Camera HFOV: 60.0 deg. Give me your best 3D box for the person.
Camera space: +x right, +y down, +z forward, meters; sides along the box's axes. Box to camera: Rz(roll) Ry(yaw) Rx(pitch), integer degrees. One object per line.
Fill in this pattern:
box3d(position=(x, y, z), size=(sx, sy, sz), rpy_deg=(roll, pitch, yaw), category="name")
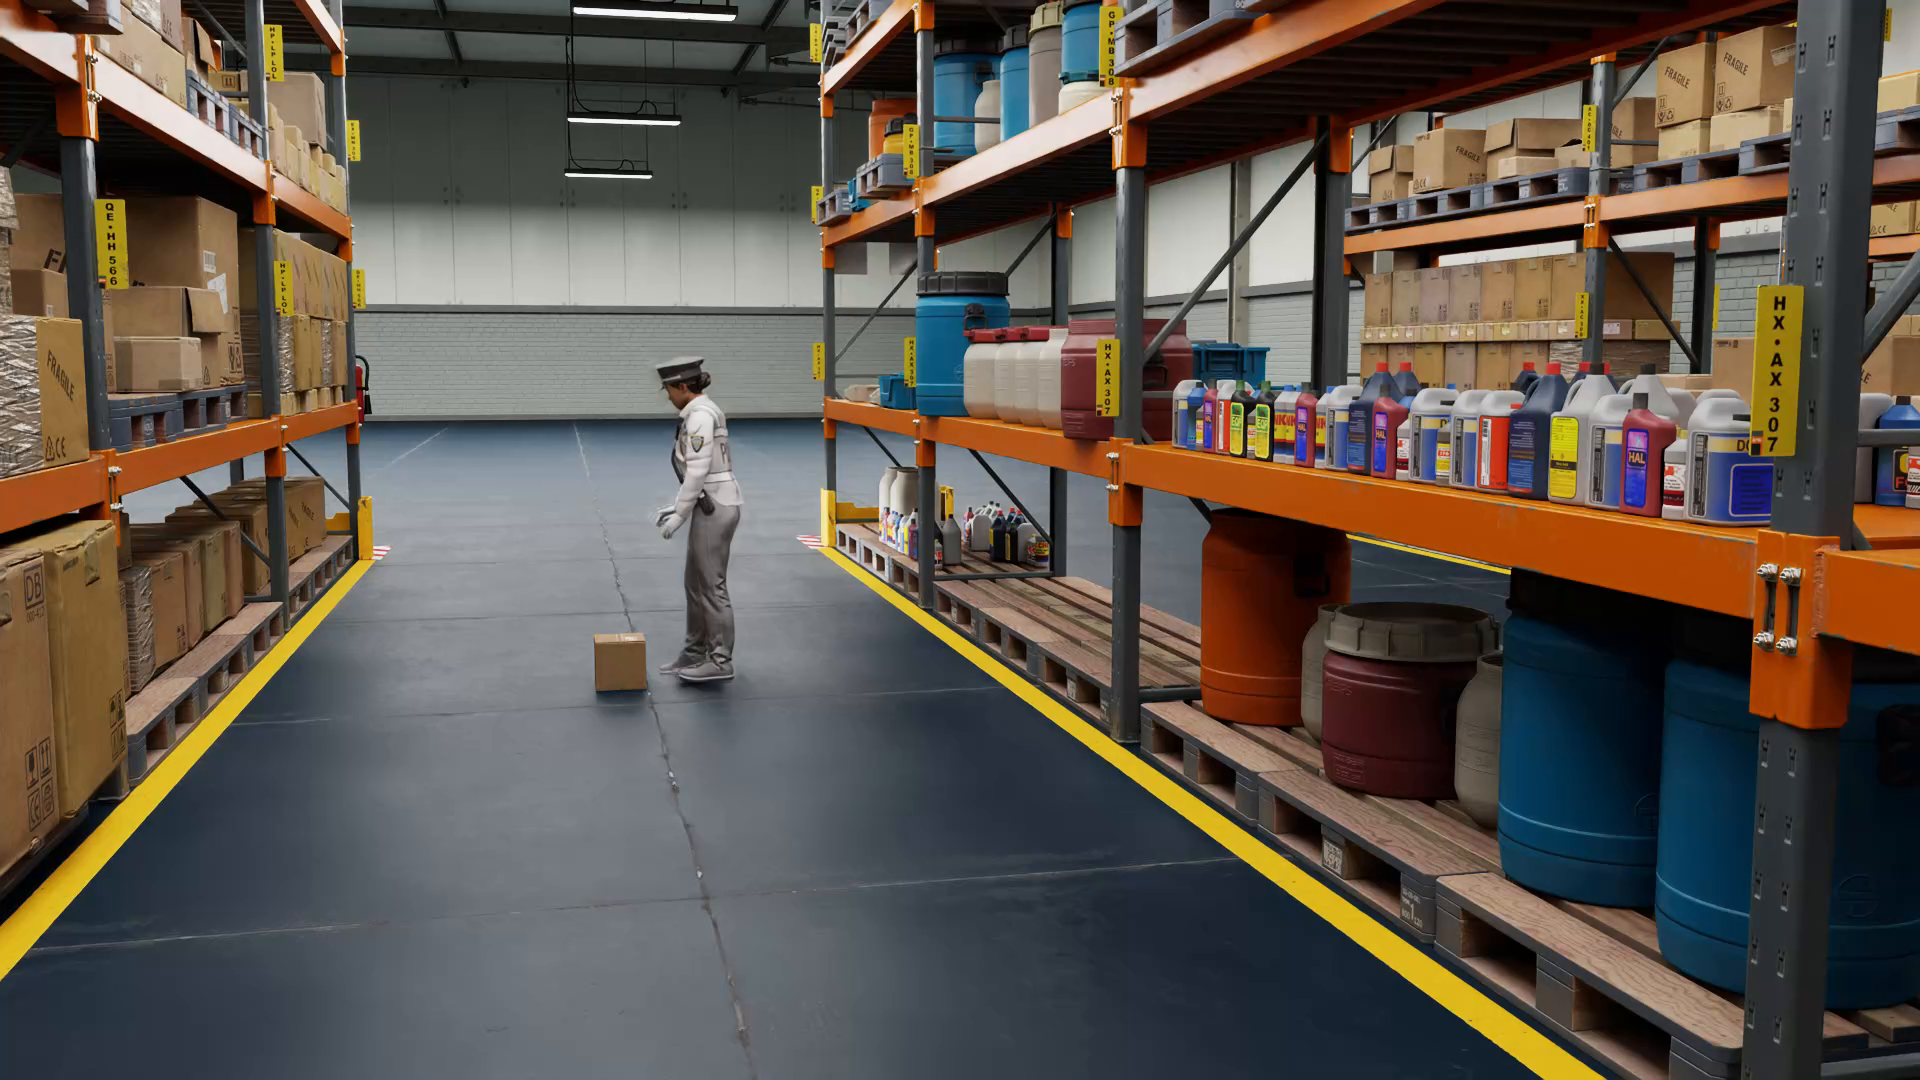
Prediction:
box3d(position=(-1.271, -0.083, 8.517), size=(0.354, 1.716, 0.468), rpy_deg=(-1, 6, -13), category="person")
